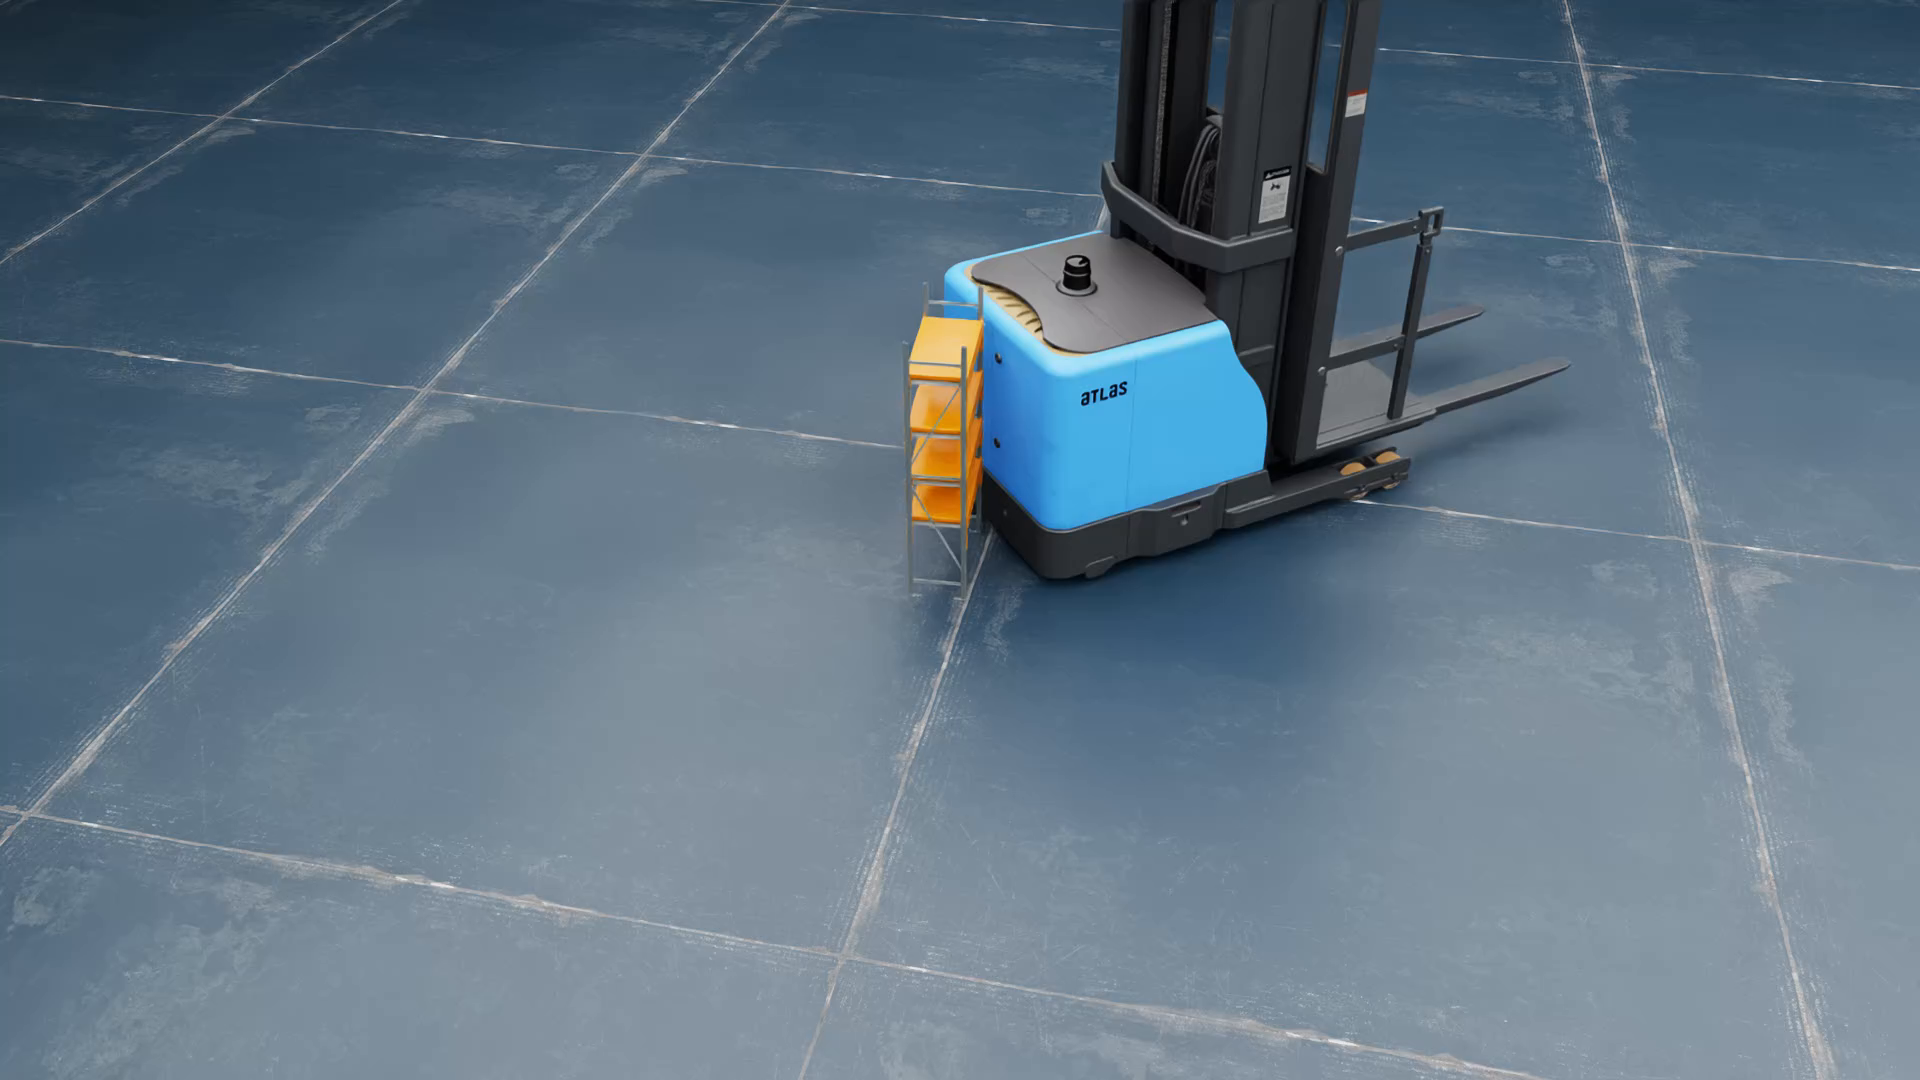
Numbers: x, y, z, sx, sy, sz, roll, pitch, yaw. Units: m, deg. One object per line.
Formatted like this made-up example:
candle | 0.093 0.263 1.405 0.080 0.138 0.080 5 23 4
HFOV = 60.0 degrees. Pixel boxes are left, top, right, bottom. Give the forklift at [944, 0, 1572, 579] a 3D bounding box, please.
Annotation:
forklift | 1.467 -1.626 6.996 3.031 2.935 1.130 -17 39 -22

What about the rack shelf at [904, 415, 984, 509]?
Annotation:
rack shelf | -0.061 -0.331 6.799 0.258 0.148 0.480 5 36 6

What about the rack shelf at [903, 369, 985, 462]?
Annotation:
rack shelf | -0.061 -0.512 6.667 0.258 0.148 0.480 5 36 6

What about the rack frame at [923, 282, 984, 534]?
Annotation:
rack frame | -0.026 -0.527 6.955 0.240 1.200 0.015 5 36 6

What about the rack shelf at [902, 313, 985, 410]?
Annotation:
rack shelf | -0.061 -0.703 6.529 0.258 0.148 0.480 5 36 6

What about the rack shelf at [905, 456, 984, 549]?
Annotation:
rack shelf | -0.061 -0.170 6.915 0.258 0.148 0.480 5 36 6

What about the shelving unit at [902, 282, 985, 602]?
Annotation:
shelving unit | -0.061 -0.385 6.759 0.258 1.200 0.503 5 36 6

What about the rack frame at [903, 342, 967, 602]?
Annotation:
rack frame | -0.095 -0.244 6.564 0.240 1.200 0.015 5 36 6
